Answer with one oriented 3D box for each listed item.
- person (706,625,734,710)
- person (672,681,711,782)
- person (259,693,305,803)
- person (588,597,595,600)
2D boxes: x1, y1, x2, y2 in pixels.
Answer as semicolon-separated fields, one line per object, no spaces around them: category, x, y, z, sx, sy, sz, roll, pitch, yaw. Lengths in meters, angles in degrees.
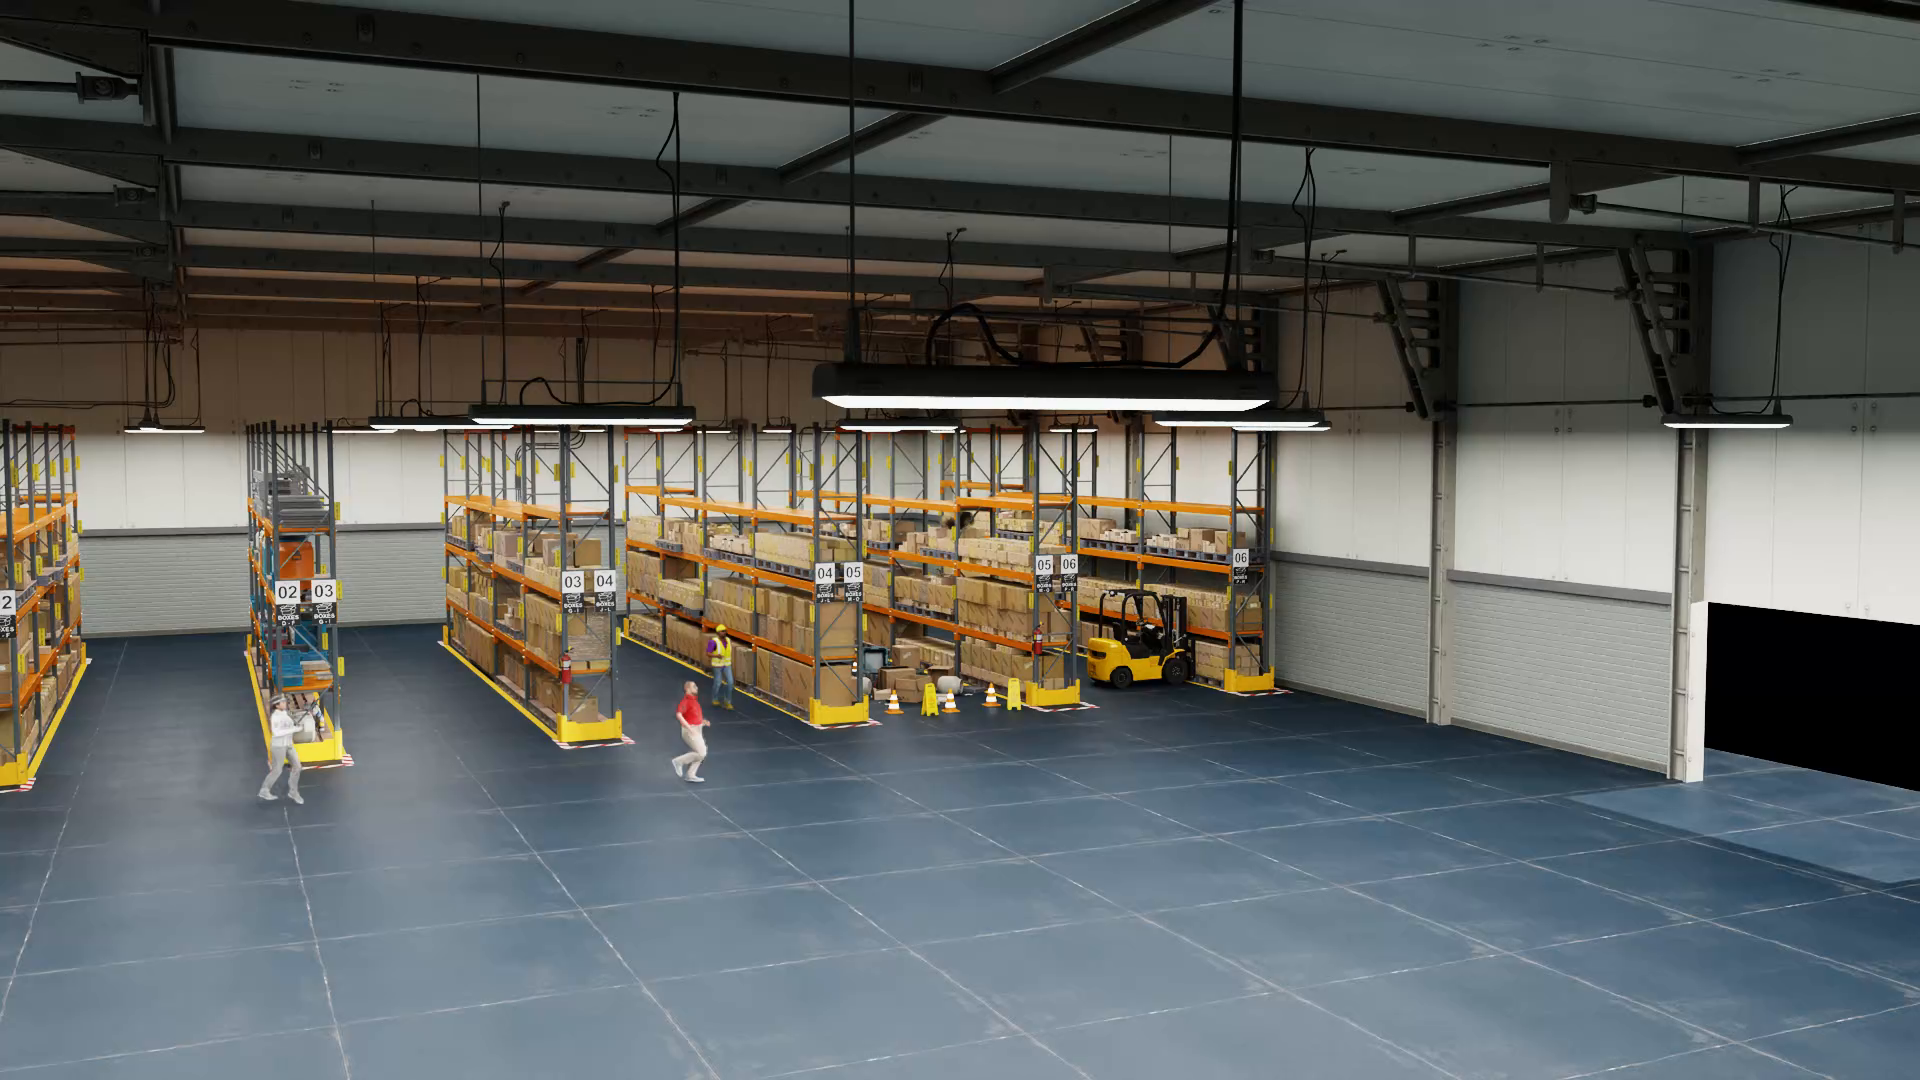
person;-5.009;2.678;34.846;0.680;1.824;0.759;-2;4;-33
person;-4.441;3.168;27.494;0.599;1.681;0.675;0;4;1
person;-10.563;3.255;25.895;0.710;1.752;0.595;0;4;1
person;-9.925;2.016;45.407;0.651;1.769;0.708;-1;4;-13
